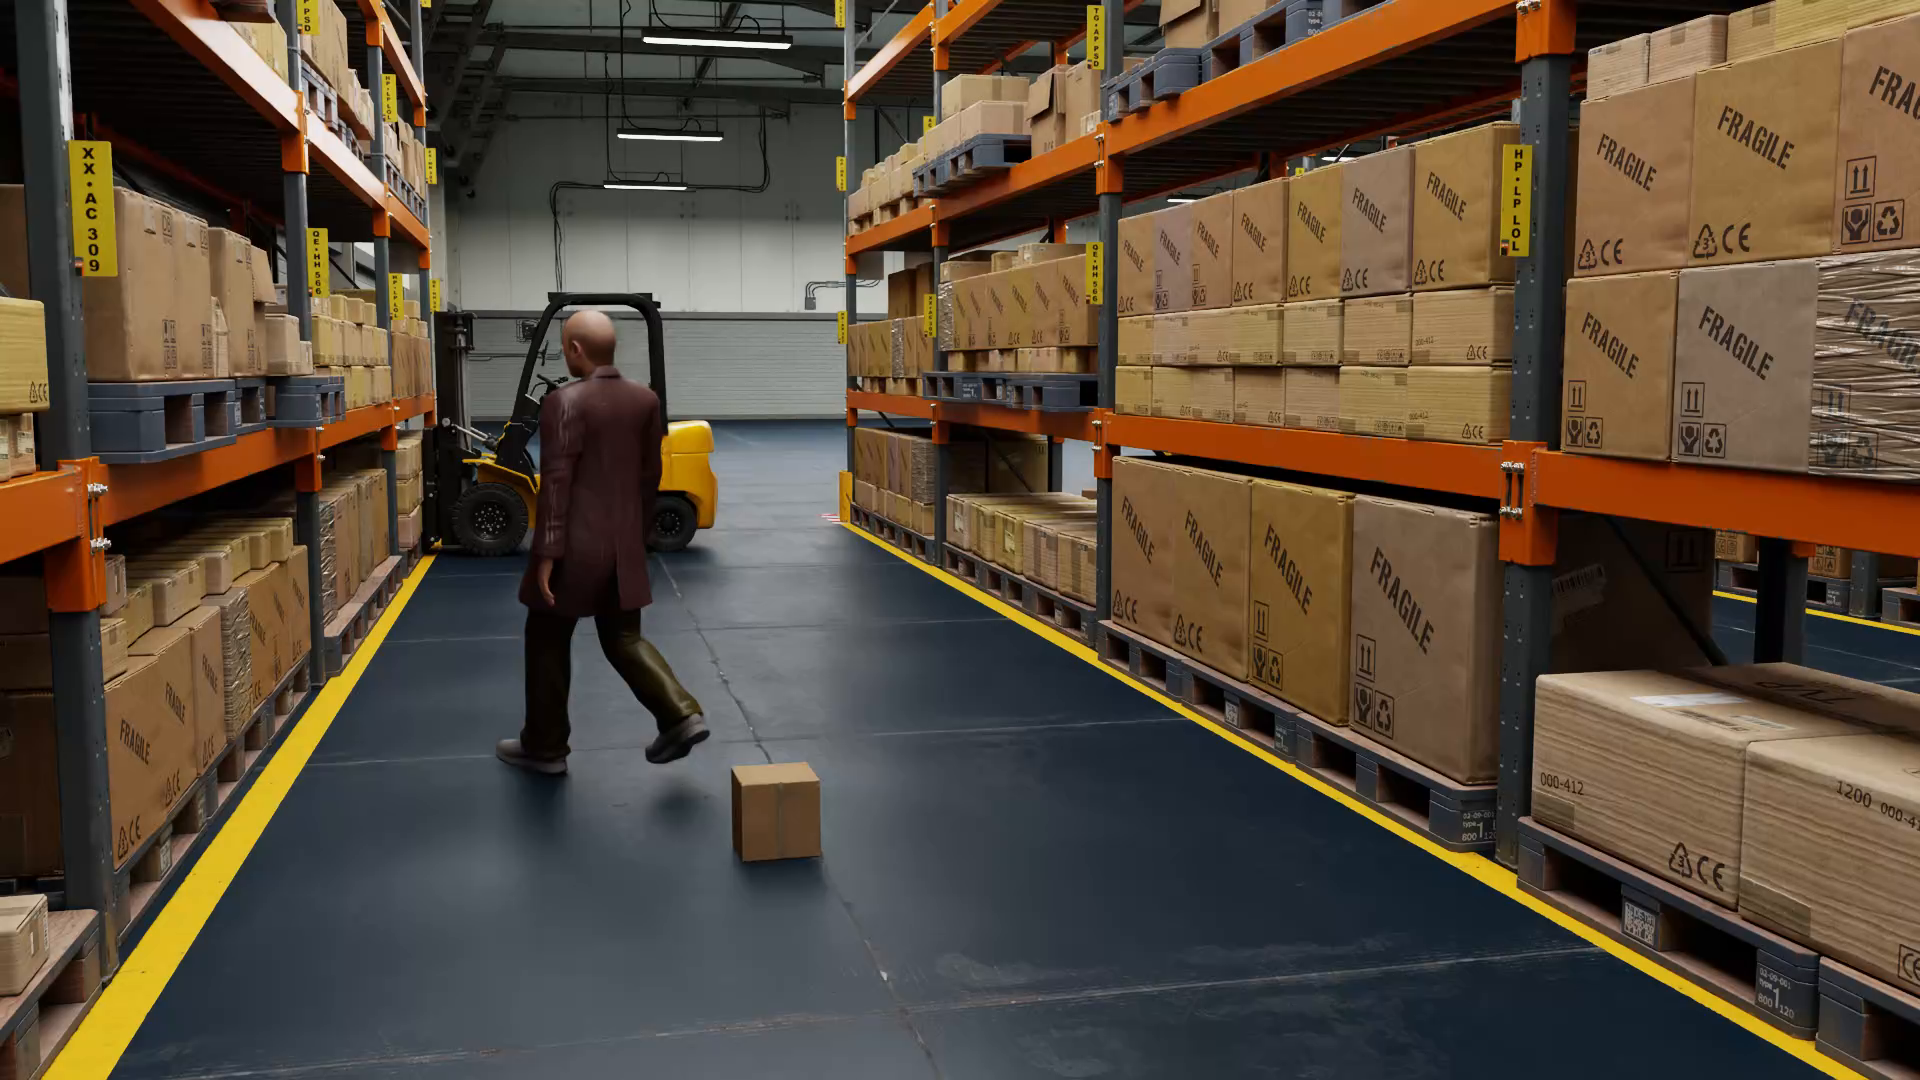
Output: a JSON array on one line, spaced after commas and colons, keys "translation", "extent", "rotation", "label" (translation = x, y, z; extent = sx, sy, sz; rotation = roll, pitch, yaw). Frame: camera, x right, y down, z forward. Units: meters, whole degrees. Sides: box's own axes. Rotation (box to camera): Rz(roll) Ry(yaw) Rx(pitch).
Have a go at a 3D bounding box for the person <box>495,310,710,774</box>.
[{"translation": [-1.376, 0.021, 6.220], "extent": [0.971, 1.748, 0.603], "rotation": [5, 8, 39], "label": "person"}]
